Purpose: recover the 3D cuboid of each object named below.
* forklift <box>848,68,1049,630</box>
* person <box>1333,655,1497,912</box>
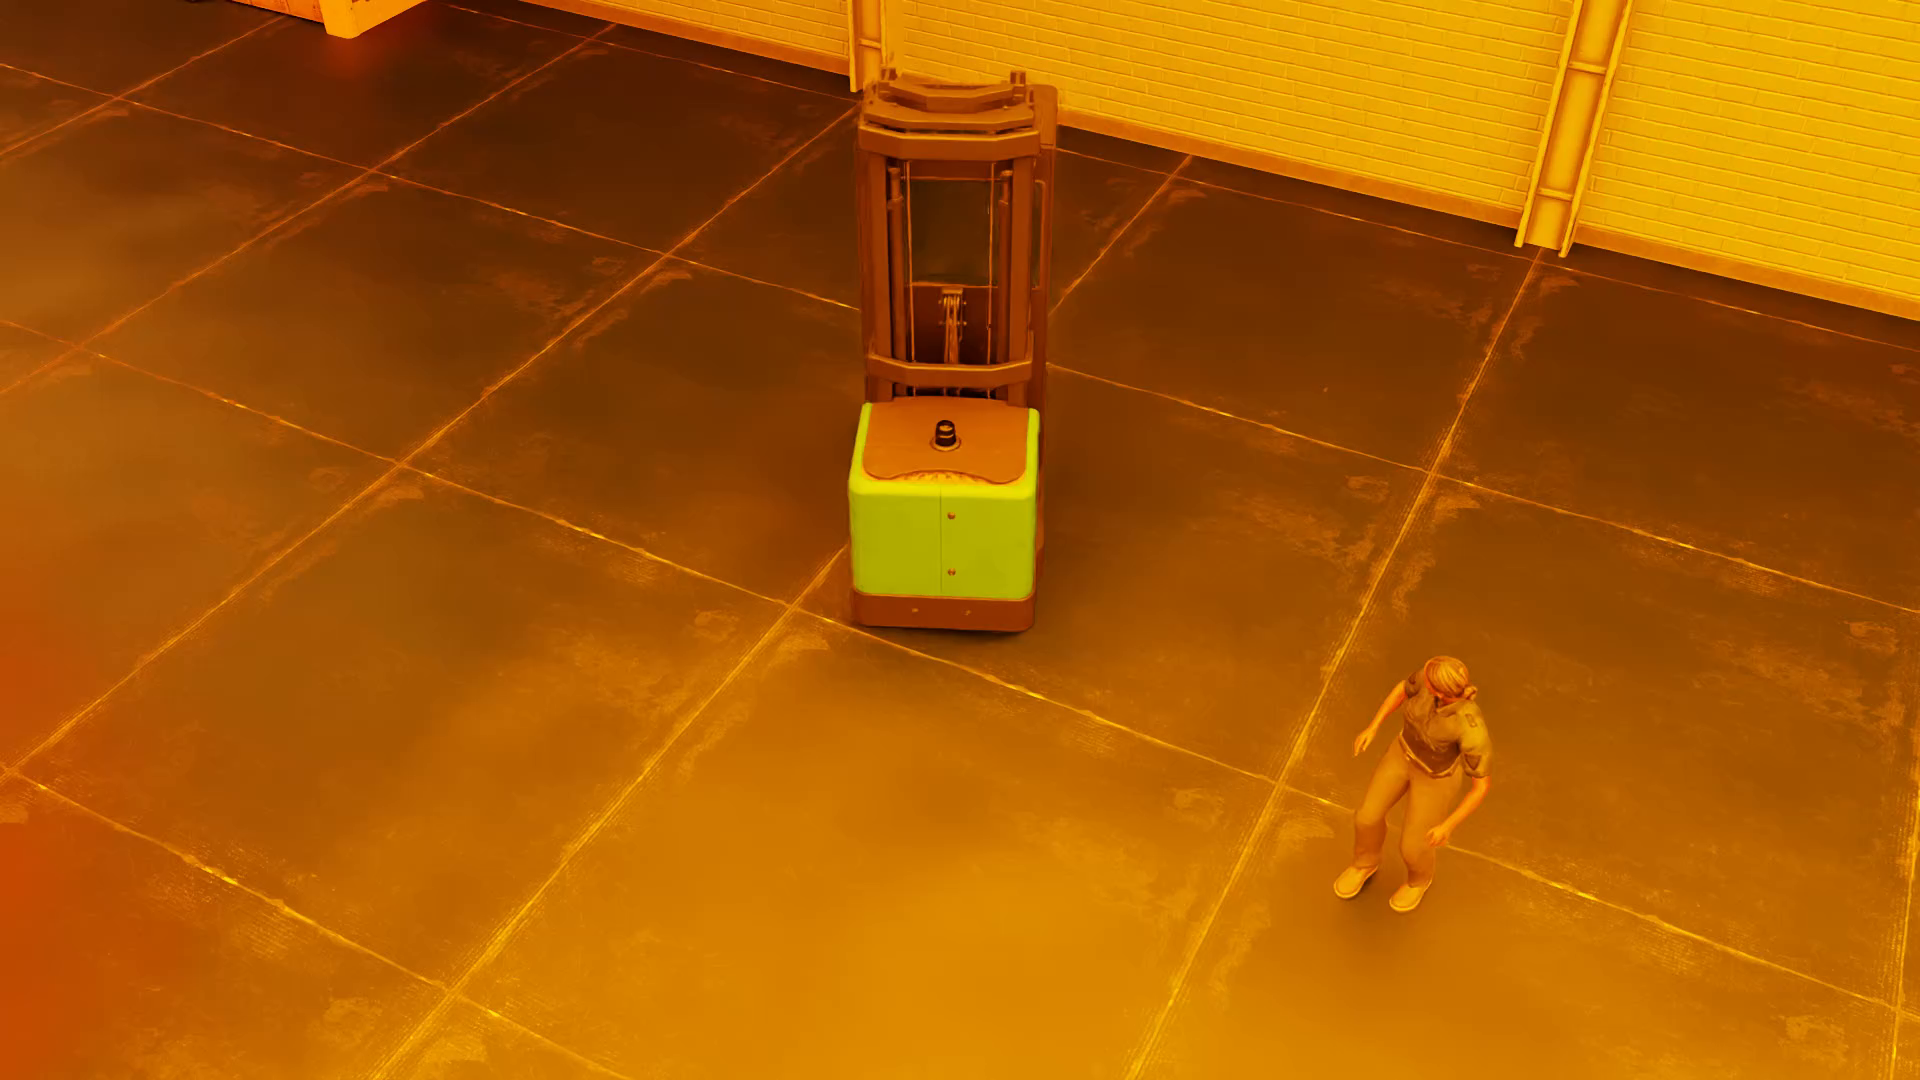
[{"bbox_3d":[-0.070,-1.530,9.803,1.130,2.935,3.031,-1,40,-1],"label":"forklift"},{"bbox_3d":[2.115,1.126,7.672,0.463,1.629,0.649,-22,45,-24],"label":"person"}]
